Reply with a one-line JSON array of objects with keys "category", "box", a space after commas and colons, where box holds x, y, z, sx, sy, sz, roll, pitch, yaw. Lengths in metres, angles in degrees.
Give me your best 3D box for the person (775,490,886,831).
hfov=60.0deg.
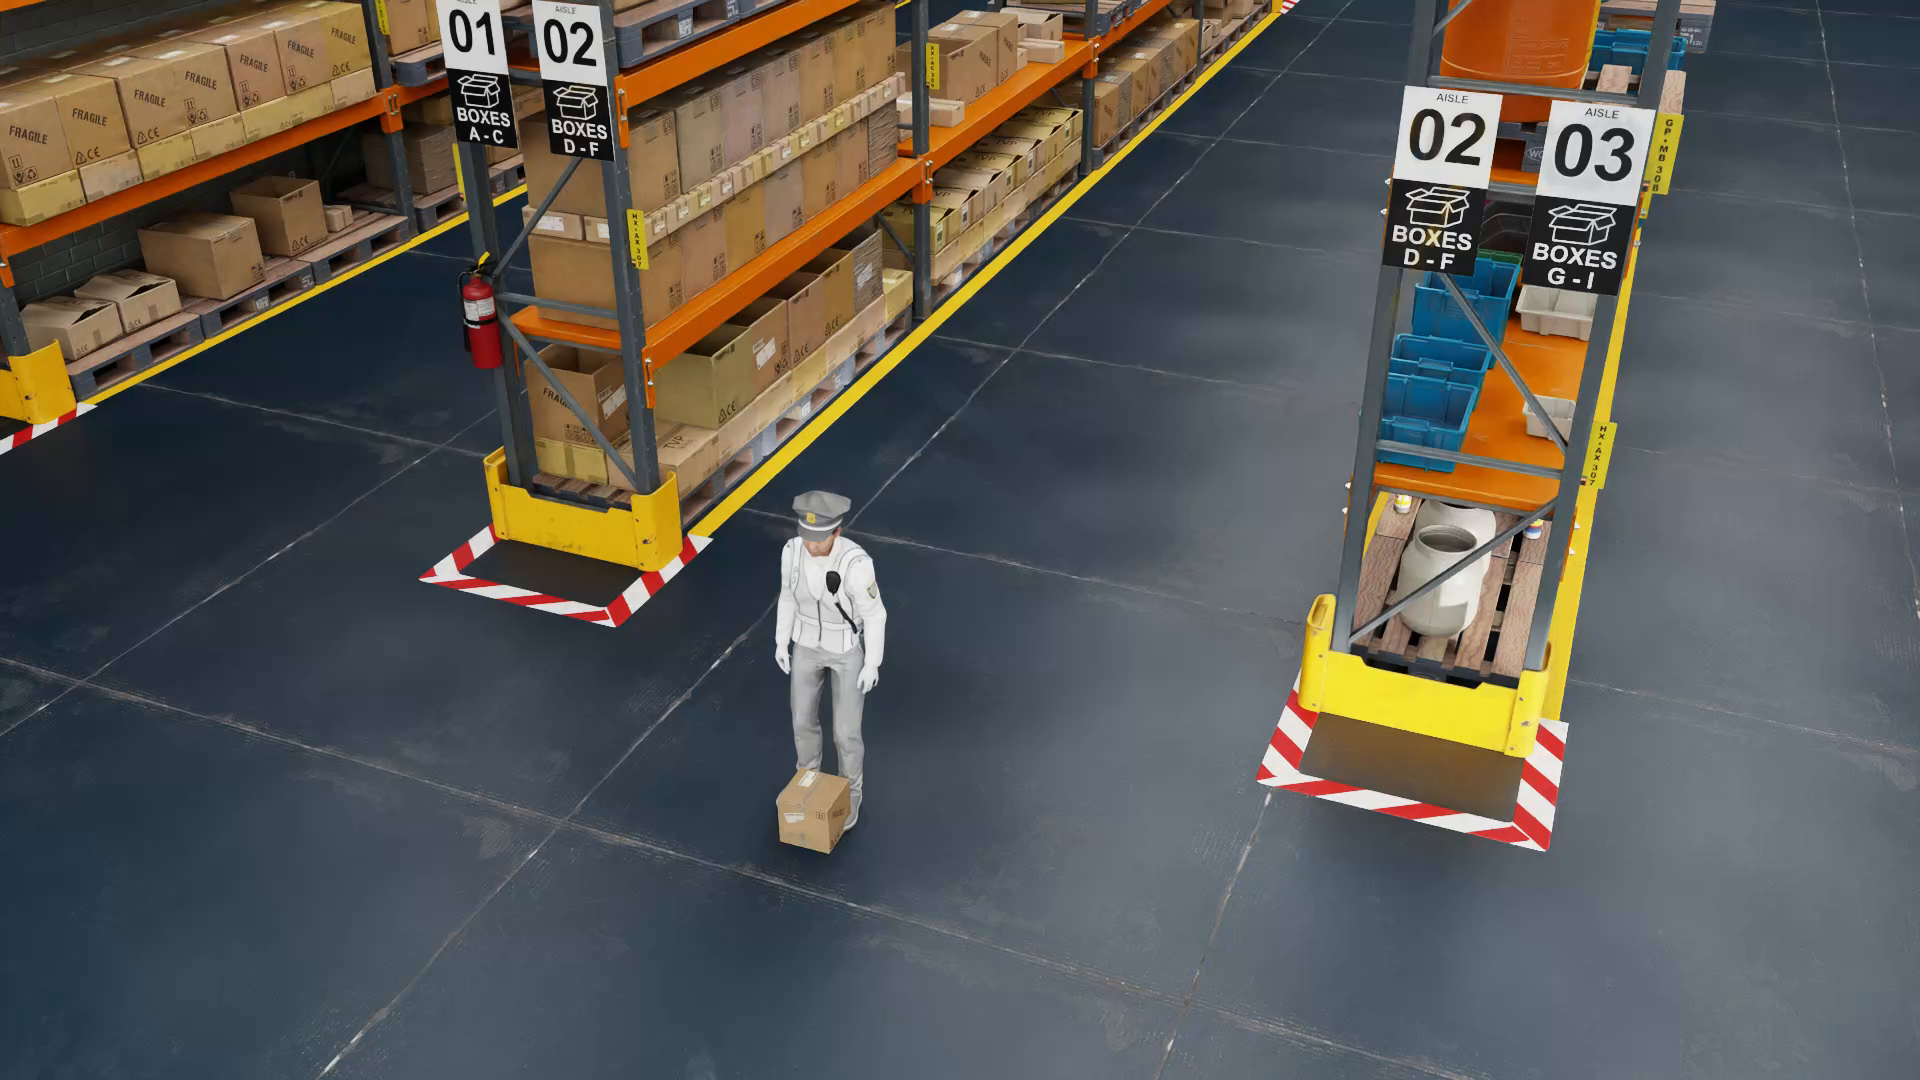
[{"category": "person", "box": [-0.596, 0.523, 7.474, 0.525, 1.663, 0.410, 11, 32, 19]}]
